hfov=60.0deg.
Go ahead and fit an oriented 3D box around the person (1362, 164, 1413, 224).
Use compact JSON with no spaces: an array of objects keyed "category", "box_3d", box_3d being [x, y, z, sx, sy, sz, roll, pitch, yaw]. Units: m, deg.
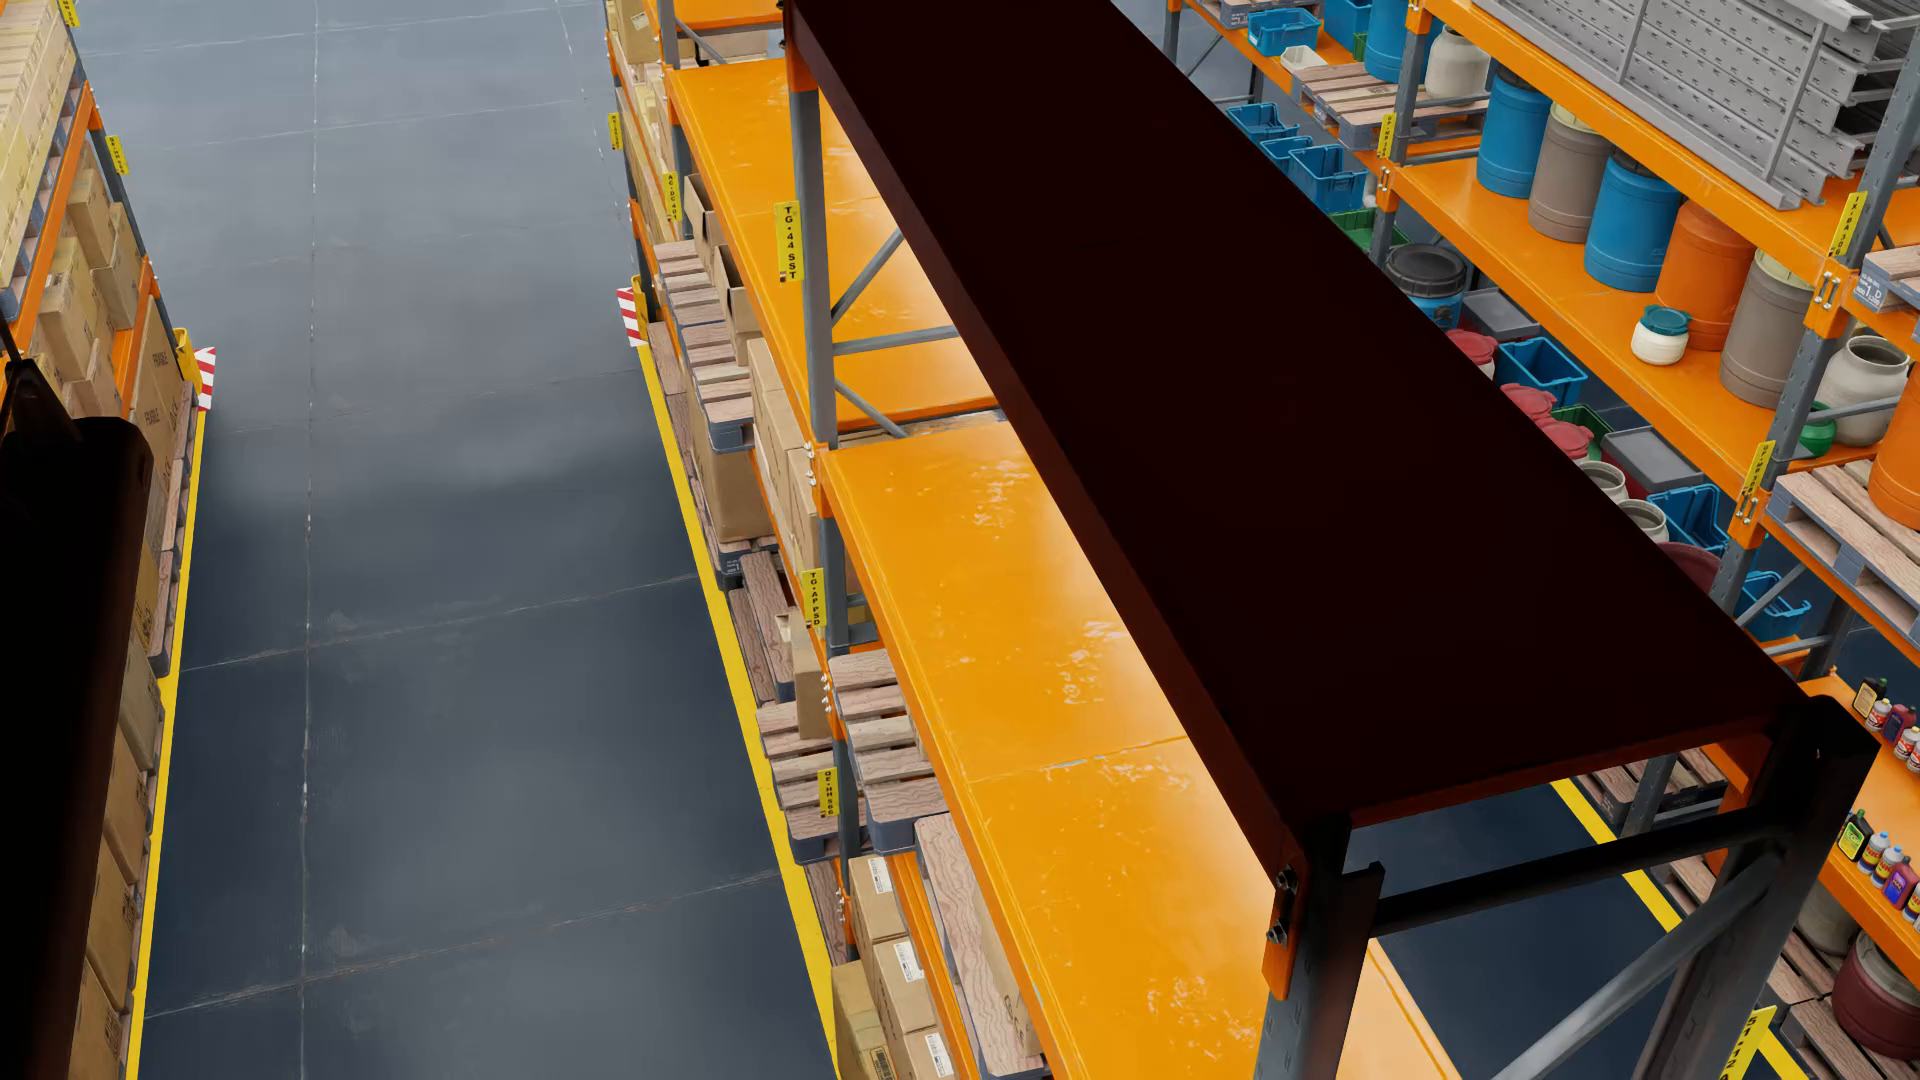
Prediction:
[{"category":"person","box_3d":[4.197,-3.651,16.137,0.571,1.643,0.572,-14,40,-17]}]
